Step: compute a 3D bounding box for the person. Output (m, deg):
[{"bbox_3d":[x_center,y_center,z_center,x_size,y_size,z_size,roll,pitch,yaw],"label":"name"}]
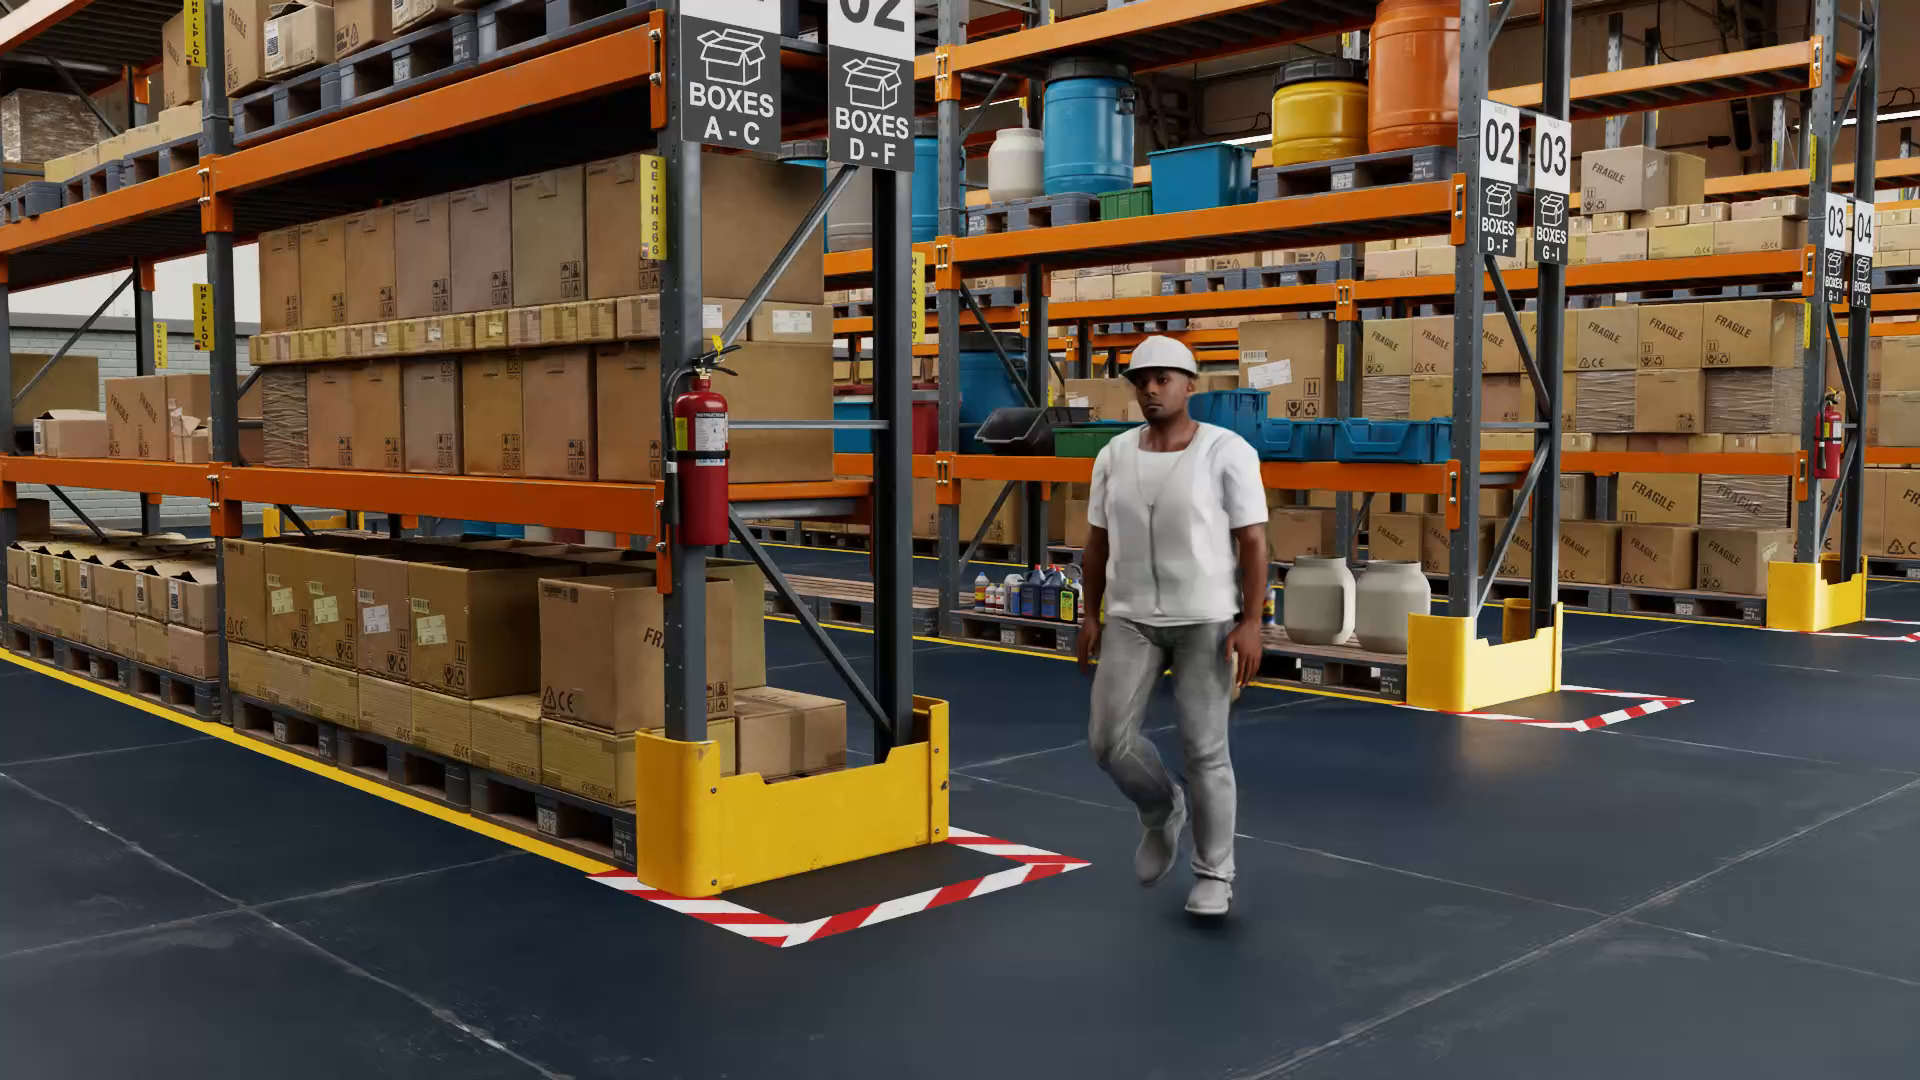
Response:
[{"bbox_3d":[0.645,0.250,5.121,0.610,1.756,0.501,2,4,25],"label":"person"}]
